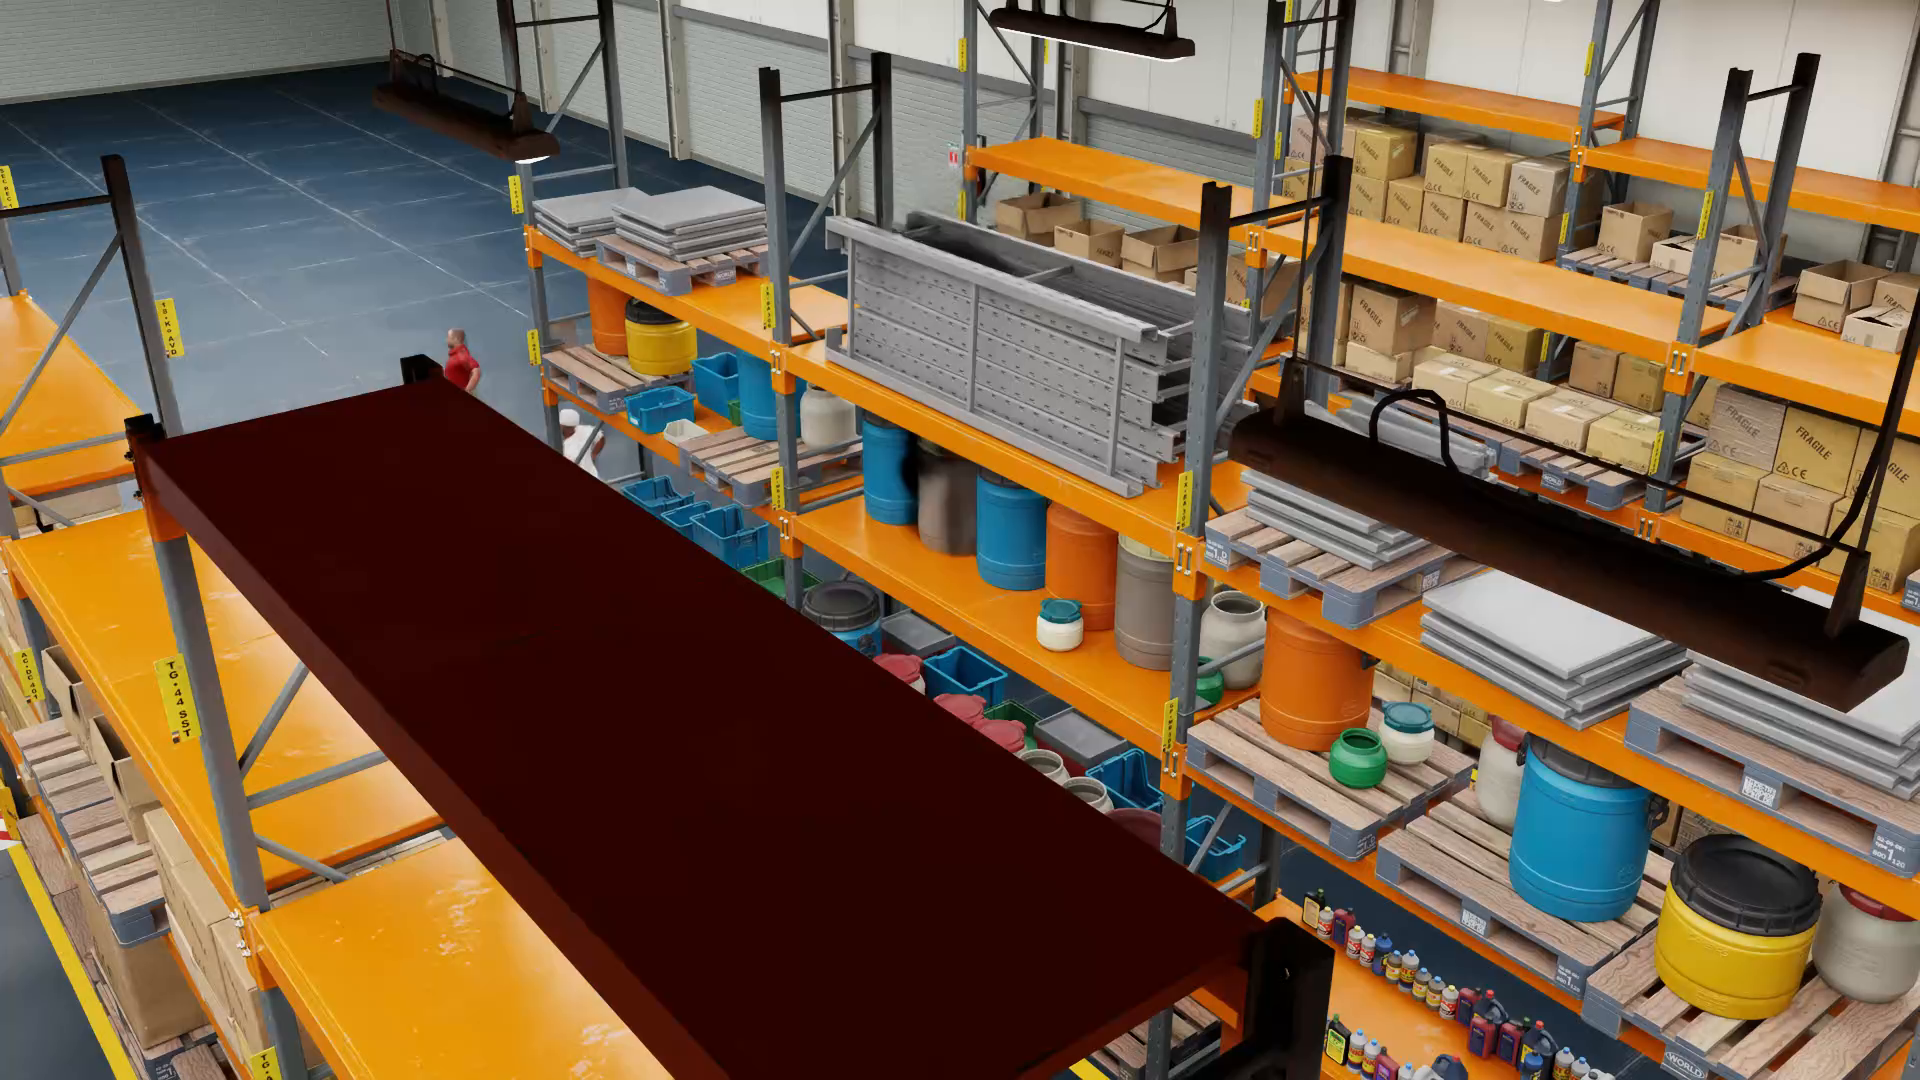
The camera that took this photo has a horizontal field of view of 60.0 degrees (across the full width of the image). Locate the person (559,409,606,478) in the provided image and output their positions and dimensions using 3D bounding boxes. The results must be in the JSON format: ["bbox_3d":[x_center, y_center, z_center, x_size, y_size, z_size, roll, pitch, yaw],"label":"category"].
[{"bbox_3d":[-3.925,-0.540,17.403,0.727,1.808,0.706,-3,26,-5],"label":"person"}]

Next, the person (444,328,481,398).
[{"bbox_3d":[-5.937,-1.667,19.804,0.737,1.754,0.671,-5,26,-10],"label":"person"}]
